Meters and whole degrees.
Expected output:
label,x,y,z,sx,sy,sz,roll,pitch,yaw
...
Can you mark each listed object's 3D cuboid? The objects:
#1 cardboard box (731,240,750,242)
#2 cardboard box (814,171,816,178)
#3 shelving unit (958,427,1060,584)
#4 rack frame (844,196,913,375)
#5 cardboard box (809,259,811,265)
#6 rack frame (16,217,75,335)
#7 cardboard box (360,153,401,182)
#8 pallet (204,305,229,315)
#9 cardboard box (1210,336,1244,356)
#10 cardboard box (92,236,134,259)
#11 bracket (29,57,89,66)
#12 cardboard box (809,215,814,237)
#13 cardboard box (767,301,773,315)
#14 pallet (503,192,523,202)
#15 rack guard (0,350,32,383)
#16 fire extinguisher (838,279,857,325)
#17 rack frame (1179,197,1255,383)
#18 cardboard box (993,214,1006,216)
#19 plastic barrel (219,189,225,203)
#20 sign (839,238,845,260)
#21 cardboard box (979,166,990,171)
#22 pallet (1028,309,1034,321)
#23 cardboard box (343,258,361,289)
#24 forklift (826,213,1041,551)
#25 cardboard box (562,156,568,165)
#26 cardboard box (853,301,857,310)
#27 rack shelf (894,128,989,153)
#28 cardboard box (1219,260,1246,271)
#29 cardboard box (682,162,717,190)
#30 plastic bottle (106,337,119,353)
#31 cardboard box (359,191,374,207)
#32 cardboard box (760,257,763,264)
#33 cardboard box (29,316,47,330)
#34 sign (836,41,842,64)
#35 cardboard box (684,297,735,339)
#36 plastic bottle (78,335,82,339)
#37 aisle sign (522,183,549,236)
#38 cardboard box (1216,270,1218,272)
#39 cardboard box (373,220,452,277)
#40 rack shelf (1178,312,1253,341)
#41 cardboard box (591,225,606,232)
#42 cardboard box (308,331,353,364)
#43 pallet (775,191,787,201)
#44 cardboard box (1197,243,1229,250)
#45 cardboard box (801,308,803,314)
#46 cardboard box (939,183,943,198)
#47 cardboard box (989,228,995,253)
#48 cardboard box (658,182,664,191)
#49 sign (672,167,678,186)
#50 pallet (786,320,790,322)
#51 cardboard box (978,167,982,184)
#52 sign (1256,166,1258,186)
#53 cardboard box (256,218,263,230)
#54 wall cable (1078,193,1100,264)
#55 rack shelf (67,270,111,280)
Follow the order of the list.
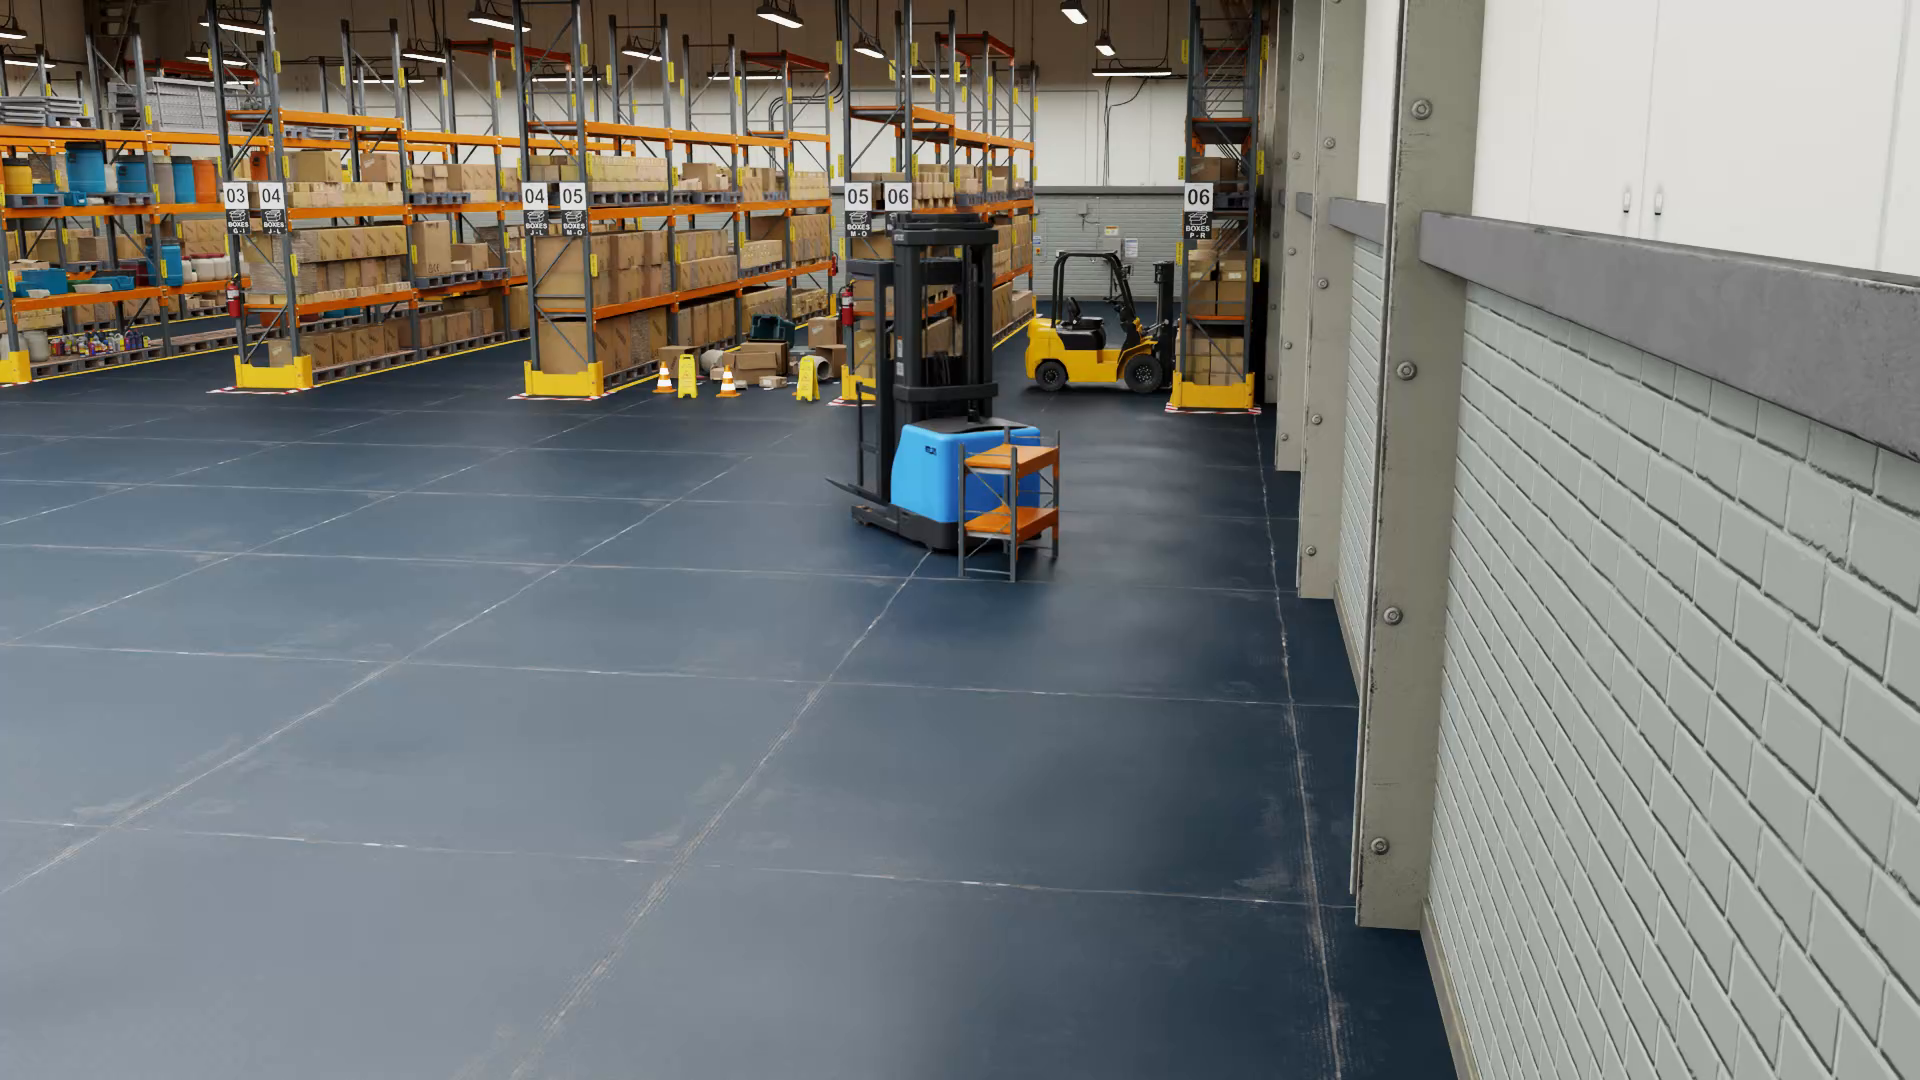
label,x,y,z,sx,sy,sz,roll,pitch,yaw
cardboard box,-4.814,-6.475,36.363,0.380,0.149,0.250,2,12,10
cardboard box,-3.614,-8.602,39.150,0.380,0.149,0.250,2,12,7
shelving unit,0.424,-0.316,14.044,0.538,1.125,1.048,5,13,22
rack frame,-1.202,-3.590,24.787,1.000,3.000,0.127,2,12,9
cardboard box,-3.728,-6.539,39.068,0.380,0.149,0.250,2,12,10
rack frame,-19.551,-5.898,35.497,1.000,3.000,0.127,2,12,9
cardboard box,-10.196,-6.547,29.257,0.500,0.500,0.500,2,12,7
pallet,-18.644,-5.765,41.500,1.003,0.211,1.213,2,12,9
cardboard box,3.965,-2.874,24.620,0.500,0.250,0.500,2,12,8
cardboard box,-19.147,-6.615,37.591,0.700,0.500,0.500,-1,12,-6
bracket,-23.767,-12.368,42.733,0.076,0.066,4.783,2,12,9
cardboard box,-3.699,-7.315,38.758,0.500,0.500,0.500,1,12,7
cardboard box,-4.290,-4.835,35.501,0.500,0.500,0.500,2,12,7
pallet,-9.717,-7.086,34.338,1.213,0.211,1.003,2,12,11
rack guard,-15.922,-2.867,27.366,1.175,0.500,0.348,2,12,9
fire extinguisher,-1.674,-3.543,24.754,0.296,0.674,0.183,2,12,9
rack frame,3.704,-3.430,24.044,1.000,3.000,0.127,2,12,9
cardboard box,0.961,-7.653,39.493,0.380,0.149,0.250,2,12,10
plastic barrel,-14.622,-6.863,33.184,0.301,0.262,0.301,0,12,0
sign,-1.747,-4.332,24.735,0.100,0.325,0.005,2,12,9
cardboard box,0.820,-8.141,37.304,0.797,0.503,0.637,3,12,13
pallet,1.214,-5.388,39.752,1.003,0.211,1.213,2,12,9
cardboard box,-10.715,-4.533,28.221,0.875,0.500,0.500,2,12,9
forklift,-0.394,-1.605,15.739,1.130,2.935,3.031,-6,14,-27
cardboard box,-6.312,-5.903,25.870,0.380,0.149,0.250,2,12,10
cardboard box,-1.426,-3.608,25.468,0.380,0.149,0.250,2,12,8
rack shelf,-0.279,-7.224,30.069,1.077,0.370,4.000,2,12,9
cardboard box,3.966,-4.004,24.227,0.380,0.149,0.250,2,12,8
cardboard box,-4.868,-6.793,31.059,0.500,0.500,0.500,2,12,9
plastic bottle,-15.195,-3.503,29.807,0.152,0.276,0.135,2,12,10
cardboard box,-10.354,-5.819,28.365,0.500,0.250,0.500,2,12,8
cardboard box,-4.366,-5.894,35.077,0.380,0.149,0.250,1,12,7
cardboard box,-19.467,-4.534,34.700,0.500,0.250,0.500,2,12,8
sign,-1.747,-7.079,24.143,0.100,0.325,0.005,2,12,9
cardboard box,-5.060,-4.376,32.779,1.050,0.750,0.750,2,12,8
plastic bottle,-15.902,-3.564,30.072,0.061,0.283,0.133,2,12,11
aisle sign,-6.415,-4.995,25.136,0.394,0.787,0.004,2,12,9
cardboard box,3.929,-4.118,27.003,0.500,0.500,0.500,2,12,10
cardboard box,-10.118,-5.403,30.780,1.000,1.000,1.000,2,12,9
rack shelf,4.011,-3.494,26.052,1.077,0.370,4.000,2,12,9
cardboard box,-8.663,-7.150,39.176,0.500,0.500,0.500,1,12,7
cardboard box,-10.708,-3.279,28.281,0.500,0.500,0.500,3,13,14
pallet,-4.463,-7.477,36.148,1.213,0.211,1.003,2,12,9
cardboard box,5.002,-5.697,33.321,0.797,0.503,0.637,2,12,7
cardboard box,-3.865,-5.325,38.607,0.380,0.149,0.250,1,12,6
cardboard box,-0.558,-5.649,26.874,0.500,0.250,0.500,2,12,8
cardboard box,0.413,-5.991,33.319,0.500,0.500,0.500,2,12,9
cardboard box,-5.272,-6.021,28.310,0.380,0.149,0.250,2,12,10
sign,-4.944,-6.302,28.837,0.100,0.325,0.005,2,12,9
pallet,-4.381,-4.702,36.566,1.003,0.211,1.213,2,12,9
cardboard box,0.222,-7.634,35.200,0.500,0.500,0.500,2,12,8
sign,4.868,-6.003,27.447,0.100,0.325,0.005,2,12,9
cardboard box,-18.117,-7.999,42.638,0.500,0.500,0.500,2,12,8
wall cable,3.507,-8.548,45.383,0.588,1.984,0.122,2,12,9
rack shelf,-19.244,-5.963,37.505,1.077,0.370,4.000,2,12,9
